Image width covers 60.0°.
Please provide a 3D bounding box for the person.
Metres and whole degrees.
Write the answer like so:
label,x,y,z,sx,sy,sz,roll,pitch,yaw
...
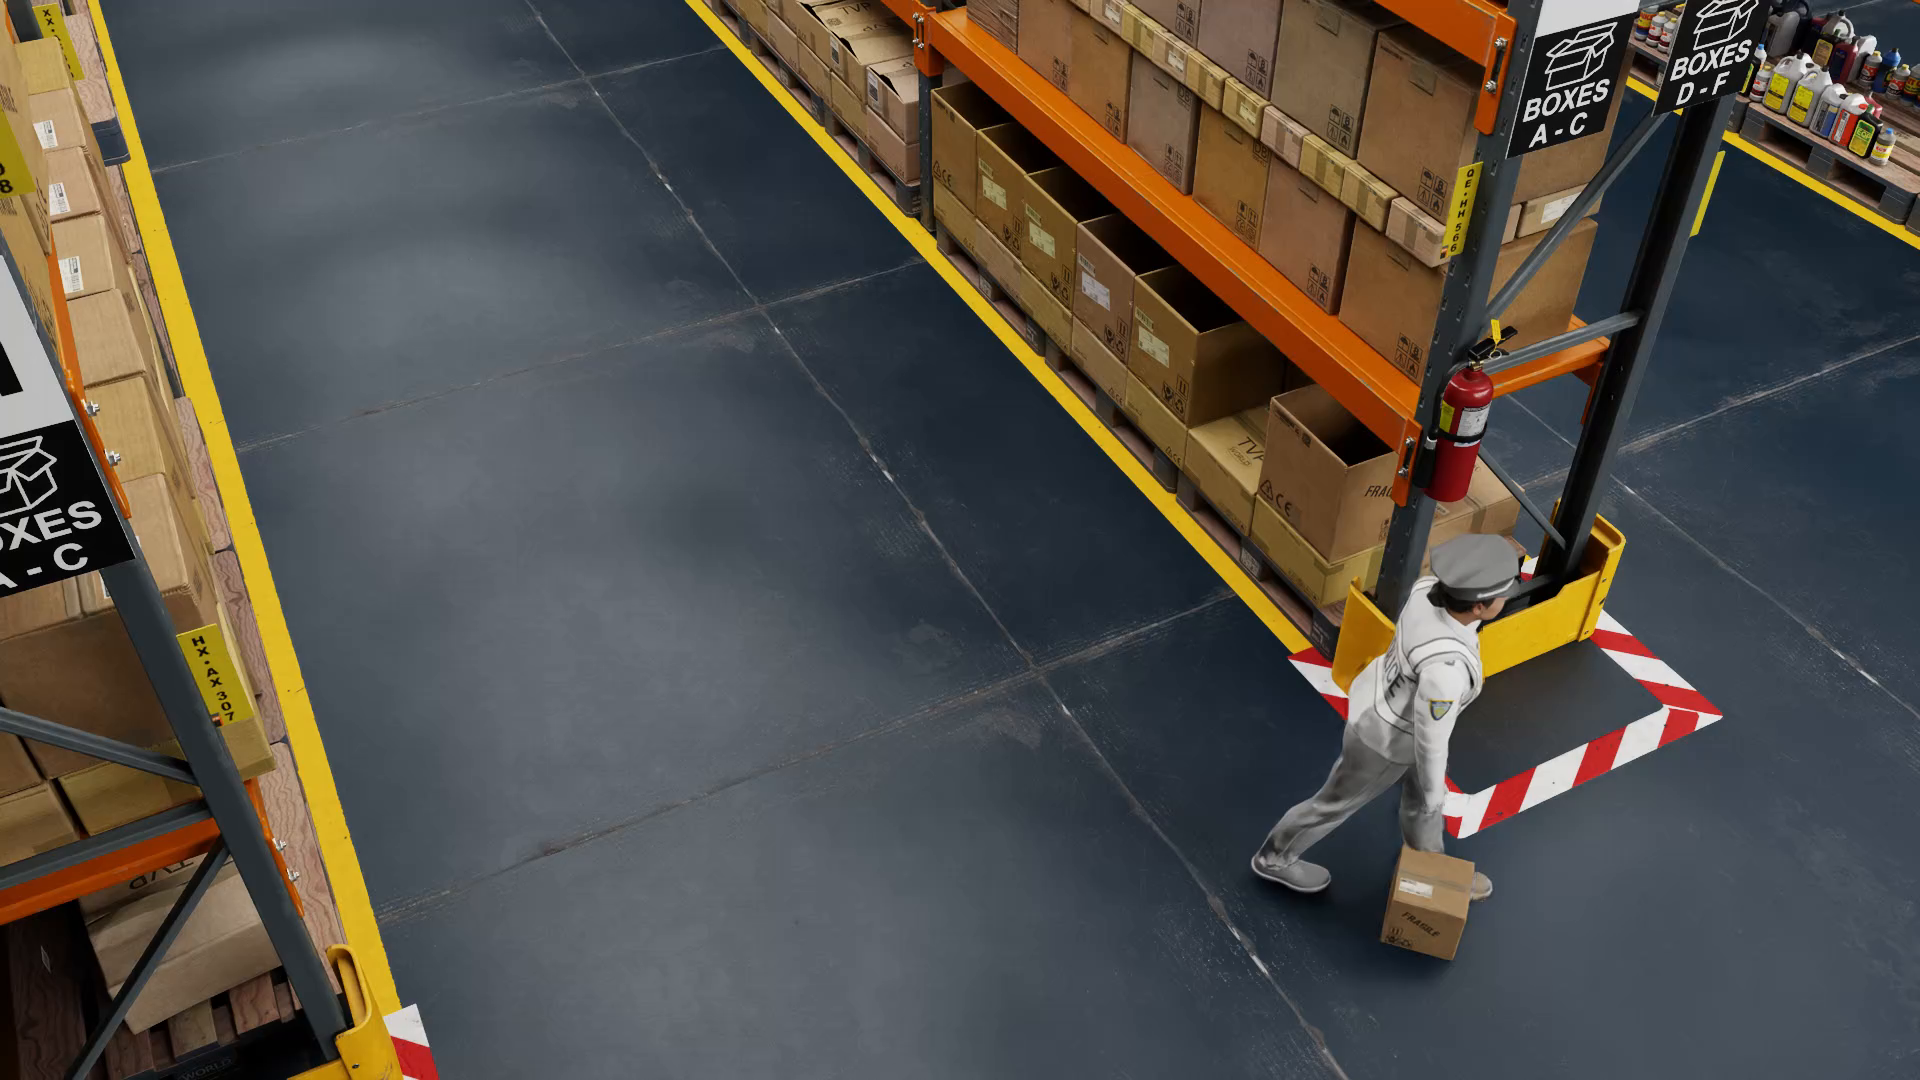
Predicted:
label,x,y,z,sx,sy,sz,roll,pitch,yaw
person,1.472,0.625,5.440,0.849,1.634,0.531,9,42,10
